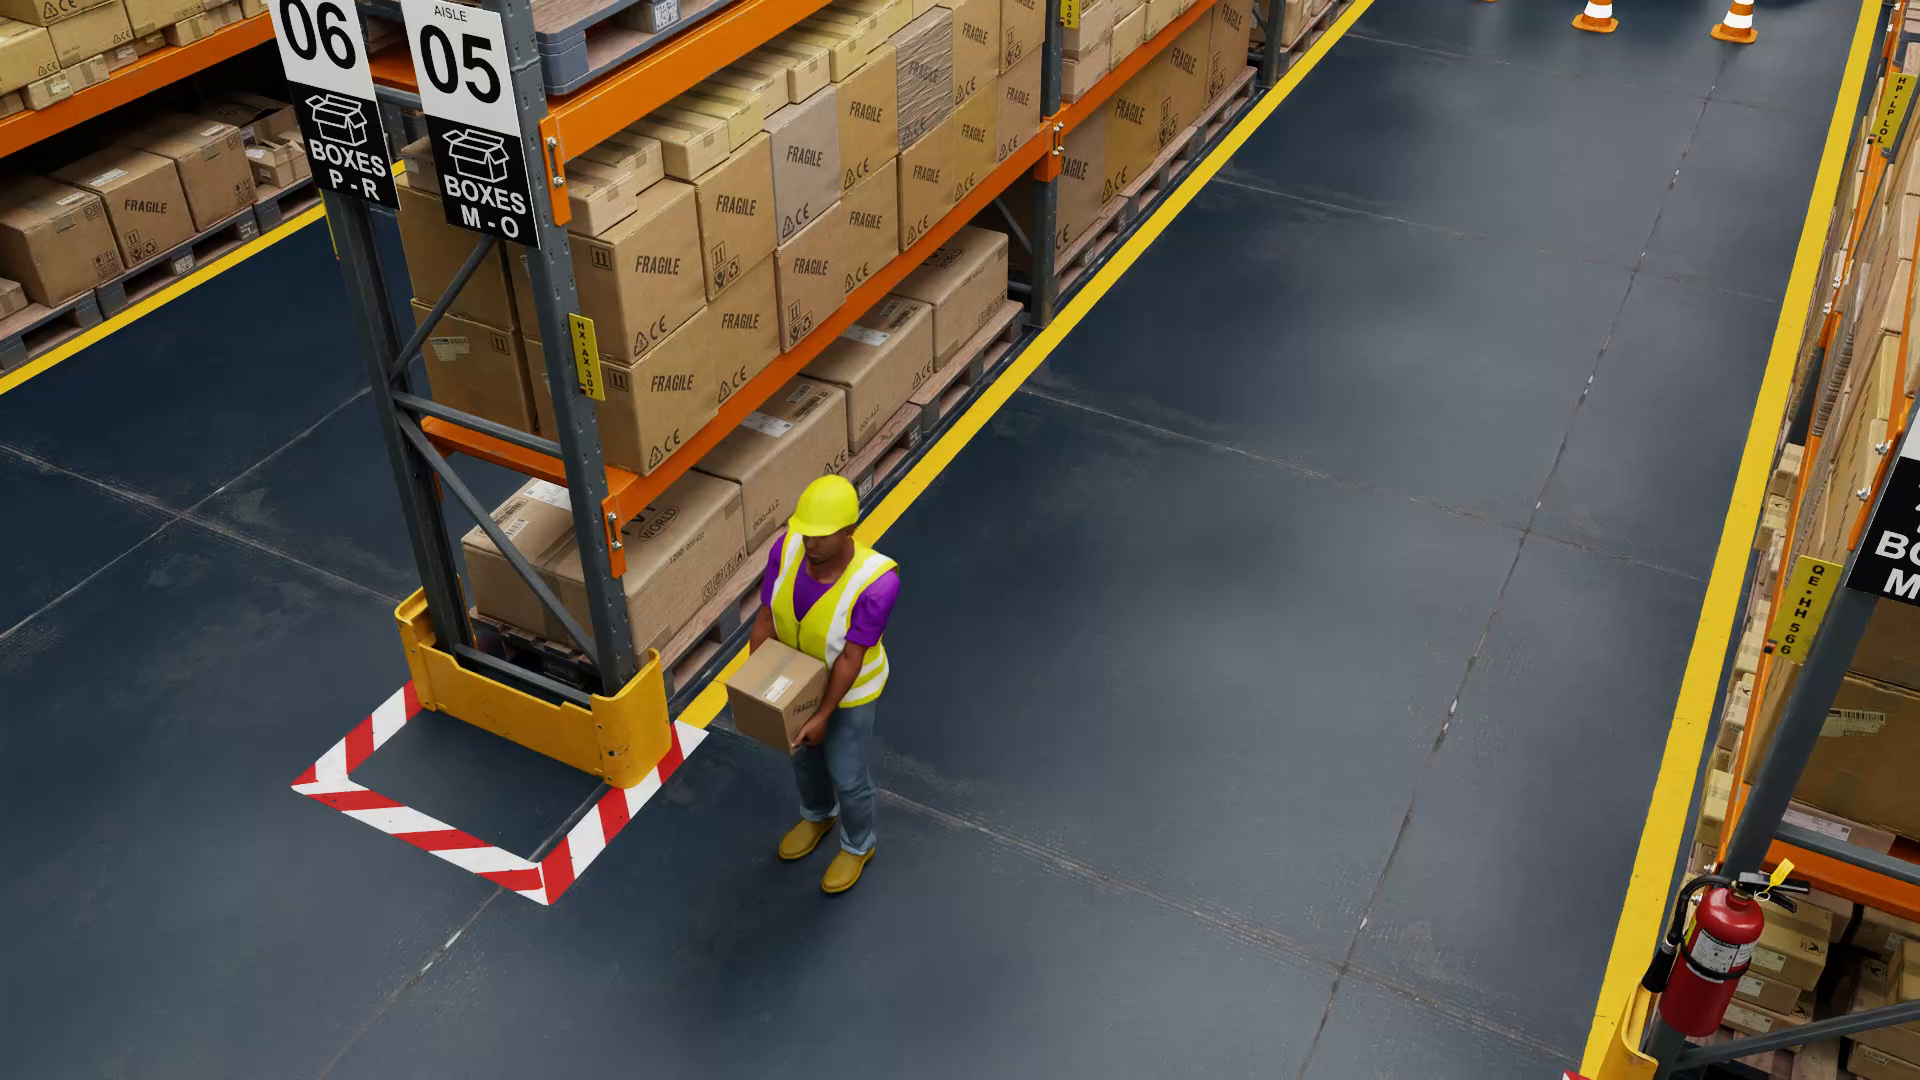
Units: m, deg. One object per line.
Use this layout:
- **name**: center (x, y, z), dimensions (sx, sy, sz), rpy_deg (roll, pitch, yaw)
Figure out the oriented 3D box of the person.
- **person**: center (-0.522, 0.570, 5.995), dimensions (0.505, 1.763, 0.567), rpy_deg (22, 43, 26)
